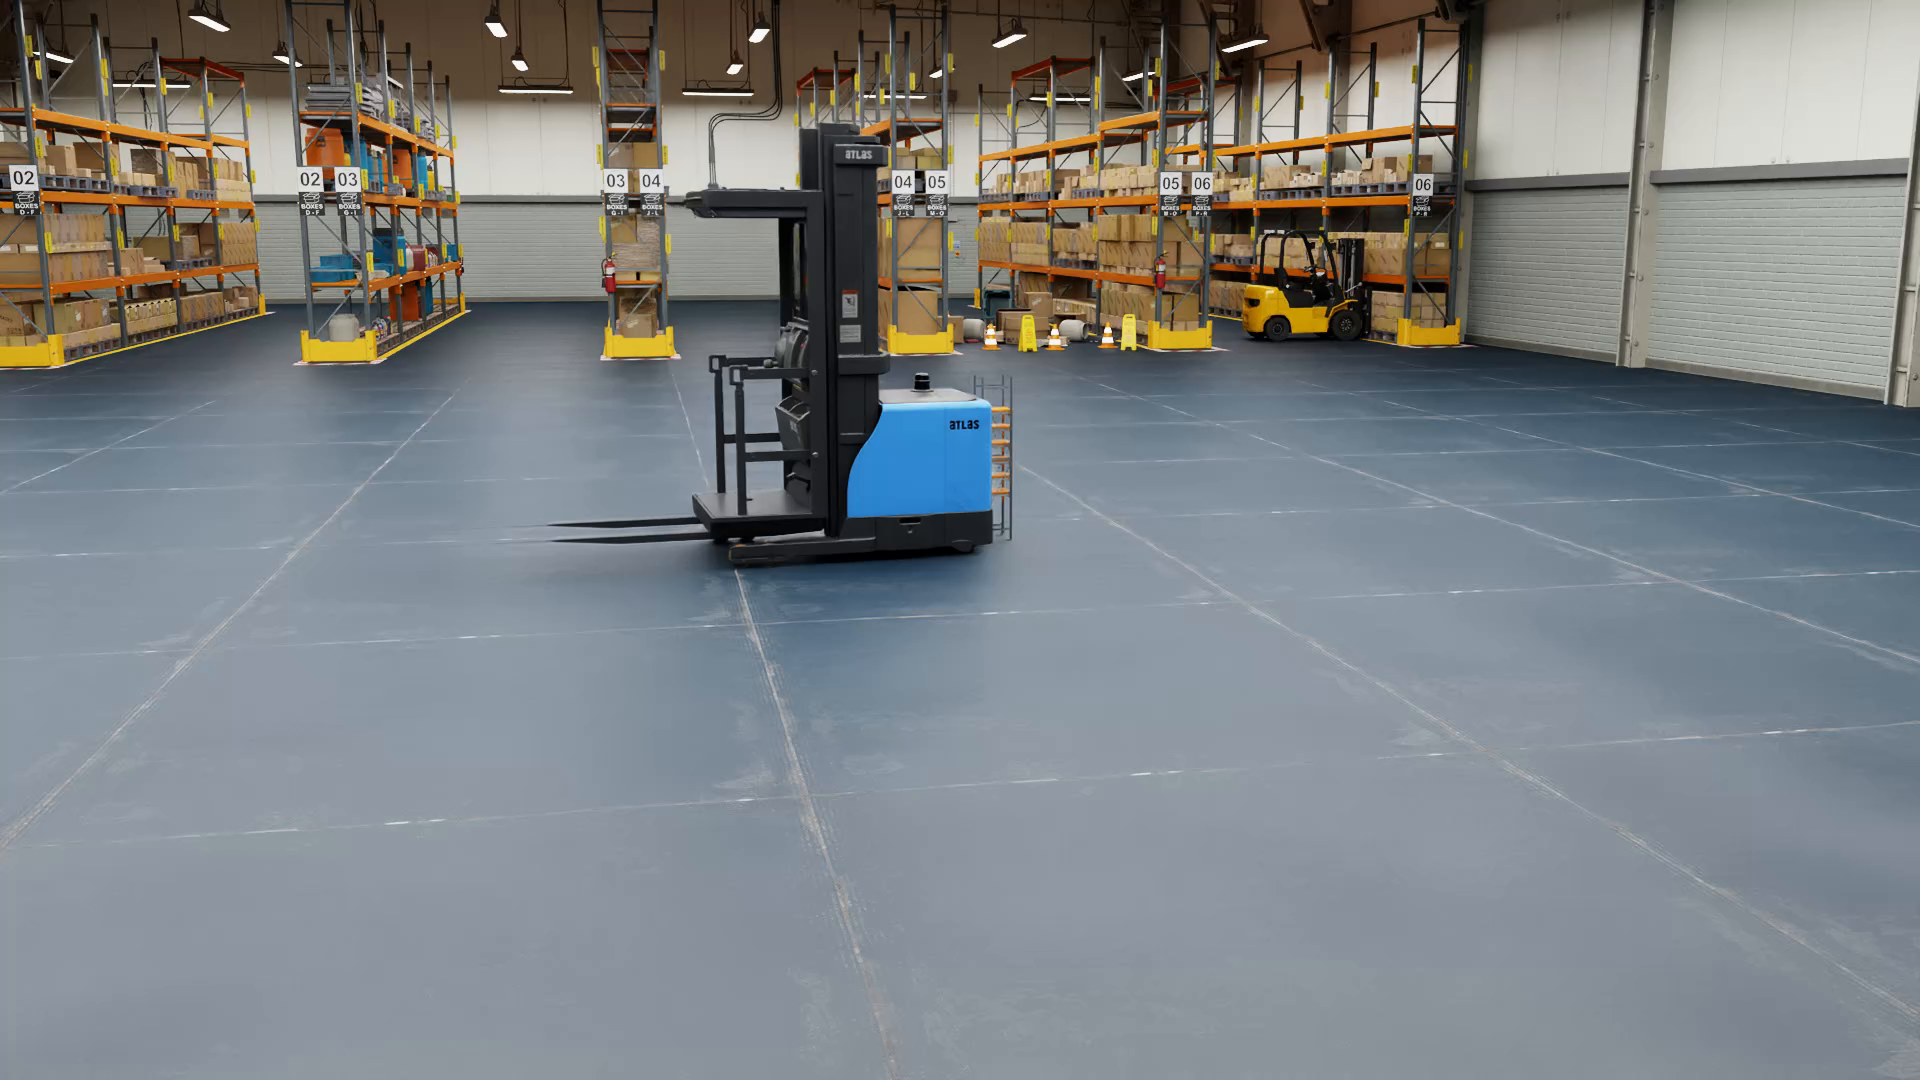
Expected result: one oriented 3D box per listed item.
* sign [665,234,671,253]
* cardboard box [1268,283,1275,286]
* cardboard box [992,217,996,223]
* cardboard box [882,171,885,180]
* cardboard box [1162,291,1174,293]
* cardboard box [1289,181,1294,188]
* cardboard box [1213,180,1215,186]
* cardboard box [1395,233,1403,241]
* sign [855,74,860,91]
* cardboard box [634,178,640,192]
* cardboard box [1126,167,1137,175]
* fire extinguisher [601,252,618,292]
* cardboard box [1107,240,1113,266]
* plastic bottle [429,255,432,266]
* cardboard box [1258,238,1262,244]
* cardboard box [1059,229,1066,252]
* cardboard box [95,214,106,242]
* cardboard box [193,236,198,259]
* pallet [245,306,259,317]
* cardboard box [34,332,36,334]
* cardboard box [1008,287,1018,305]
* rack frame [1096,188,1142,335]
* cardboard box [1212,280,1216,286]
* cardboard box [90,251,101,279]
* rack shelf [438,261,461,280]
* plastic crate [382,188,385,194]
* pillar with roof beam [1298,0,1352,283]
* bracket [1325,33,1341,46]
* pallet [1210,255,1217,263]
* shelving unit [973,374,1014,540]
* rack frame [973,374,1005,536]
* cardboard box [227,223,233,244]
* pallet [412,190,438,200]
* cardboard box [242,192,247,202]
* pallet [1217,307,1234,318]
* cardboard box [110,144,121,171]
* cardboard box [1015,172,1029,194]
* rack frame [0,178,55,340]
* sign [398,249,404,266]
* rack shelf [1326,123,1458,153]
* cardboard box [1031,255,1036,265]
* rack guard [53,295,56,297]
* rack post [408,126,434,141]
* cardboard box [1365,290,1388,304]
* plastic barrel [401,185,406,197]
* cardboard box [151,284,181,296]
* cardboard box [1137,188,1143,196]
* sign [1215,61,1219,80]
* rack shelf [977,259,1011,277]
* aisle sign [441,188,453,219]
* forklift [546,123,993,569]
[{"bbox_3d":[-5.069,-5.138,28.851,0.100,0.325,0.005,-2,11,-11],"label":"sign"},{"bbox_3d":[7.636,-6.105,40.078,0.380,0.149,0.250,-2,11,-8],"label":"cardboard box"},{"bbox_3d":[1.065,-8.485,44.078,0.380,0.149,0.250,-2,11,-12],"label":"cardboard box"},{"bbox_3d":[-1.212,-6.602,30.119,0.380,0.149,0.250,-2,11,-10],"label":"cardboard box"},{"bbox_3d":[4.033,-4.627,32.710,0.500,0.500,0.500,-2,11,-10],"label":"cardboard box"},{"bbox_3d":[7.548,-7.905,36.967,0.380,0.149,0.250,-2,11,-12],"label":"cardboard box"},{"bbox_3d":[6.487,-8.975,41.793,0.380,0.149,0.250,-2,11,-12],"label":"cardboard box"},{"bbox_3d":[8.633,-5.850,32.112,0.380,0.149,0.250,-2,11,-11],"label":"cardboard box"},{"bbox_3d":[-2.024,-9.011,32.762,0.100,0.325,0.005,-2,11,-11],"label":"sign"},{"bbox_3d":[-5.441,-6.190,29.075,0.500,0.250,0.500,-2,11,-9],"label":"cardboard box"},{"bbox_3d":[3.433,-7.126,32.131,0.380,0.149,0.250,-2,11,-10],"label":"cardboard box"},{"bbox_3d":[-6.031,-4.617,28.637,0.296,0.674,0.183,-2,11,-11],"label":"fire extinguisher"},{"bbox_3d":[3.274,-5.800,33.582,0.500,0.500,0.500,-2,11,-11],"label":"cardboard box"},{"bbox_3d":[-12.205,-6.408,38.171,0.152,0.276,0.135,-2,11,-11],"label":"plastic bottle"},{"bbox_3d":[7.205,-7.000,38.949,0.380,0.149,0.250,-2,11,-9],"label":"cardboard box"},{"bbox_3d":[2.532,-6.735,37.375,0.500,0.500,0.500,-2,11,-8],"label":"cardboard box"},{"bbox_3d":[-16.005,-5.672,30.236,0.700,0.500,0.500,-2,11,-11],"label":"cardboard box"},{"bbox_3d":[-17.249,-6.467,36.763,0.700,0.500,0.500,-5,12,-25],"label":"cardboard box"},{"bbox_3d":[-18.260,-5.737,41.776,1.003,0.211,1.213,-2,11,-11],"label":"pallet"},{"bbox_3d":[-15.822,-3.367,28.097,0.500,0.250,0.500,-2,11,-11],"label":"cardboard box"},{"bbox_3d":[1.769,-6.320,43.111,0.875,0.438,0.875,-2,11,-12],"label":"cardboard box"},{"bbox_3d":[3.342,-5.786,34.576,1.000,3.000,0.127,-2,11,-11],"label":"rack frame"},{"bbox_3d":[6.653,-6.562,42.477,0.380,0.149,0.250,-3,11,-14],"label":"cardboard box"},{"bbox_3d":[-15.896,-4.938,29.851,0.700,0.500,0.500,-2,11,-12],"label":"cardboard box"},{"bbox_3d":[-13.183,-6.727,41.439,1.077,0.370,4.000,-2,11,-11],"label":"rack shelf"},{"bbox_3d":[-10.529,-6.310,30.011,0.243,0.136,0.396,-2,11,-11],"label":"plastic crate"},{"bbox_3d":[4.347,-9.286,36.915,9.100,9.000,0.548,-2,11,-11],"label":"pillar with roof beam"},{"bbox_3d":[8.302,-11.121,36.933,0.235,0.232,0.430,-2,11,-11],"label":"bracket"},{"bbox_3d":[6.702,-7.190,42.464,1.003,0.211,1.213,-2,11,-11],"label":"pallet"},{"bbox_3d":[0.239,-0.600,12.141,0.258,1.200,0.189,-3,11,-17],"label":"shelving unit"},{"bbox_3d":[0.211,-0.617,12.227,0.240,1.200,0.006,-3,11,-17],"label":"rack frame"},{"bbox_3d":[-17.570,-7.265,39.404,0.500,0.500,0.500,-2,11,-13],"label":"cardboard box"},{"bbox_3d":[-12.322,-7.746,37.353,1.003,0.211,1.213,-2,11,-11],"label":"pallet"},{"bbox_3d":[-17.986,-8.491,41.162,0.500,0.250,0.500,-2,11,-11],"label":"cardboard box"},{"bbox_3d":[7.090,-5.693,41.543,1.003,0.211,1.213,-2,11,-11],"label":"pallet"},{"bbox_3d":[-16.312,-7.259,31.564,0.500,0.500,0.500,-1,11,-6],"label":"cardboard box"},{"bbox_3d":[1.673,-8.811,41.051,0.500,0.500,0.500,-2,11,-12],"label":"cardboard box"},{"bbox_3d":[-15.319,-4.333,26.939,1.000,3.000,0.127,-2,11,-11],"label":"rack frame"},{"bbox_3d":[-10.696,-5.400,31.805,0.100,0.325,0.005,-2,11,-11],"label":"sign"},{"bbox_3d":[8.599,-7.998,33.144,1.077,0.370,4.000,-2,11,-11],"label":"rack shelf"},{"bbox_3d":[2.014,-6.716,39.860,0.500,0.250,0.500,-2,11,-12],"label":"cardboard box"},{"bbox_3d":[-23.294,-5.863,41.663,1.175,0.500,0.348,-2,11,-11],"label":"rack guard"},{"bbox_3d":[-12.275,-9.048,37.005,0.937,0.300,0.954,-1,11,-5],"label":"rack post"},{"bbox_3d":[8.379,-4.840,33.157,0.500,0.250,0.500,-2,11,-10],"label":"cardboard box"},{"bbox_3d":[-11.539,-7.160,34.142,0.301,0.262,0.301,0,11,0],"label":"plastic barrel"},{"bbox_3d":[-17.505,-5.517,36.665,0.500,0.250,0.500,-2,11,-12],"label":"cardboard box"},{"bbox_3d":[3.598,-6.646,31.739,0.380,0.149,0.250,-2,11,-11],"label":"cardboard box"},{"bbox_3d":[4.652,-8.517,30.169,0.100,0.325,0.005,-2,11,-11],"label":"sign"},{"bbox_3d":[1.397,-7.267,44.279,1.077,0.370,4.000,-2,11,-11],"label":"rack shelf"},{"bbox_3d":[-13.298,-8.748,43.182,0.394,0.787,0.004,-2,11,-11],"label":"aisle sign"},{"bbox_3d":[-1.343,-1.357,11.485,3.031,2.935,1.130,-3,11,-16],"label":"forklift"}]
